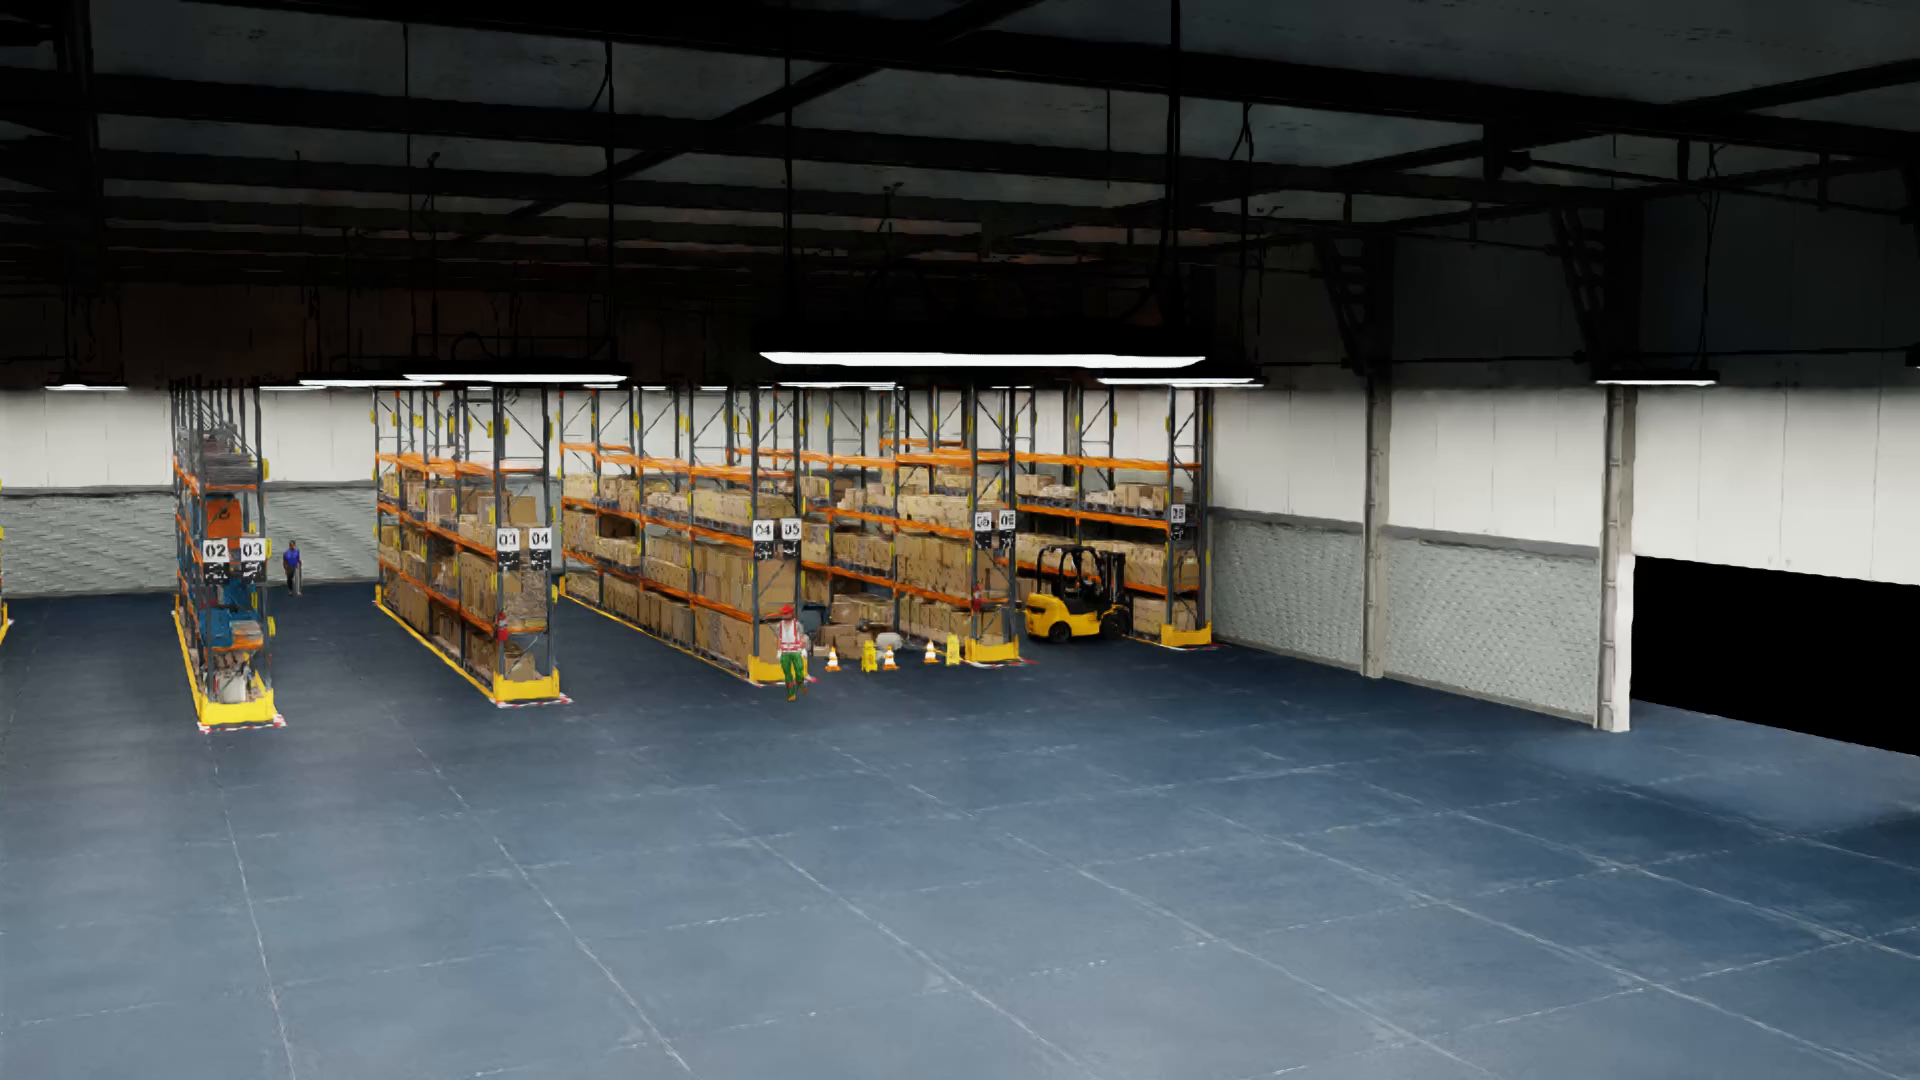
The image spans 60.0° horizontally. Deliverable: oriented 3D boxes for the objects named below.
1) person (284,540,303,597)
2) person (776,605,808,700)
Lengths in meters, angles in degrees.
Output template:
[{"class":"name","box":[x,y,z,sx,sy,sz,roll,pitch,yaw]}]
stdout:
[{"class":"person","box":[-18.689,0.782,46.557,0.447,1.574,1.088,-2,6,-25]},{"class":"person","box":[-3.132,2.083,31.019,0.587,1.780,0.573,1,5,9]}]
